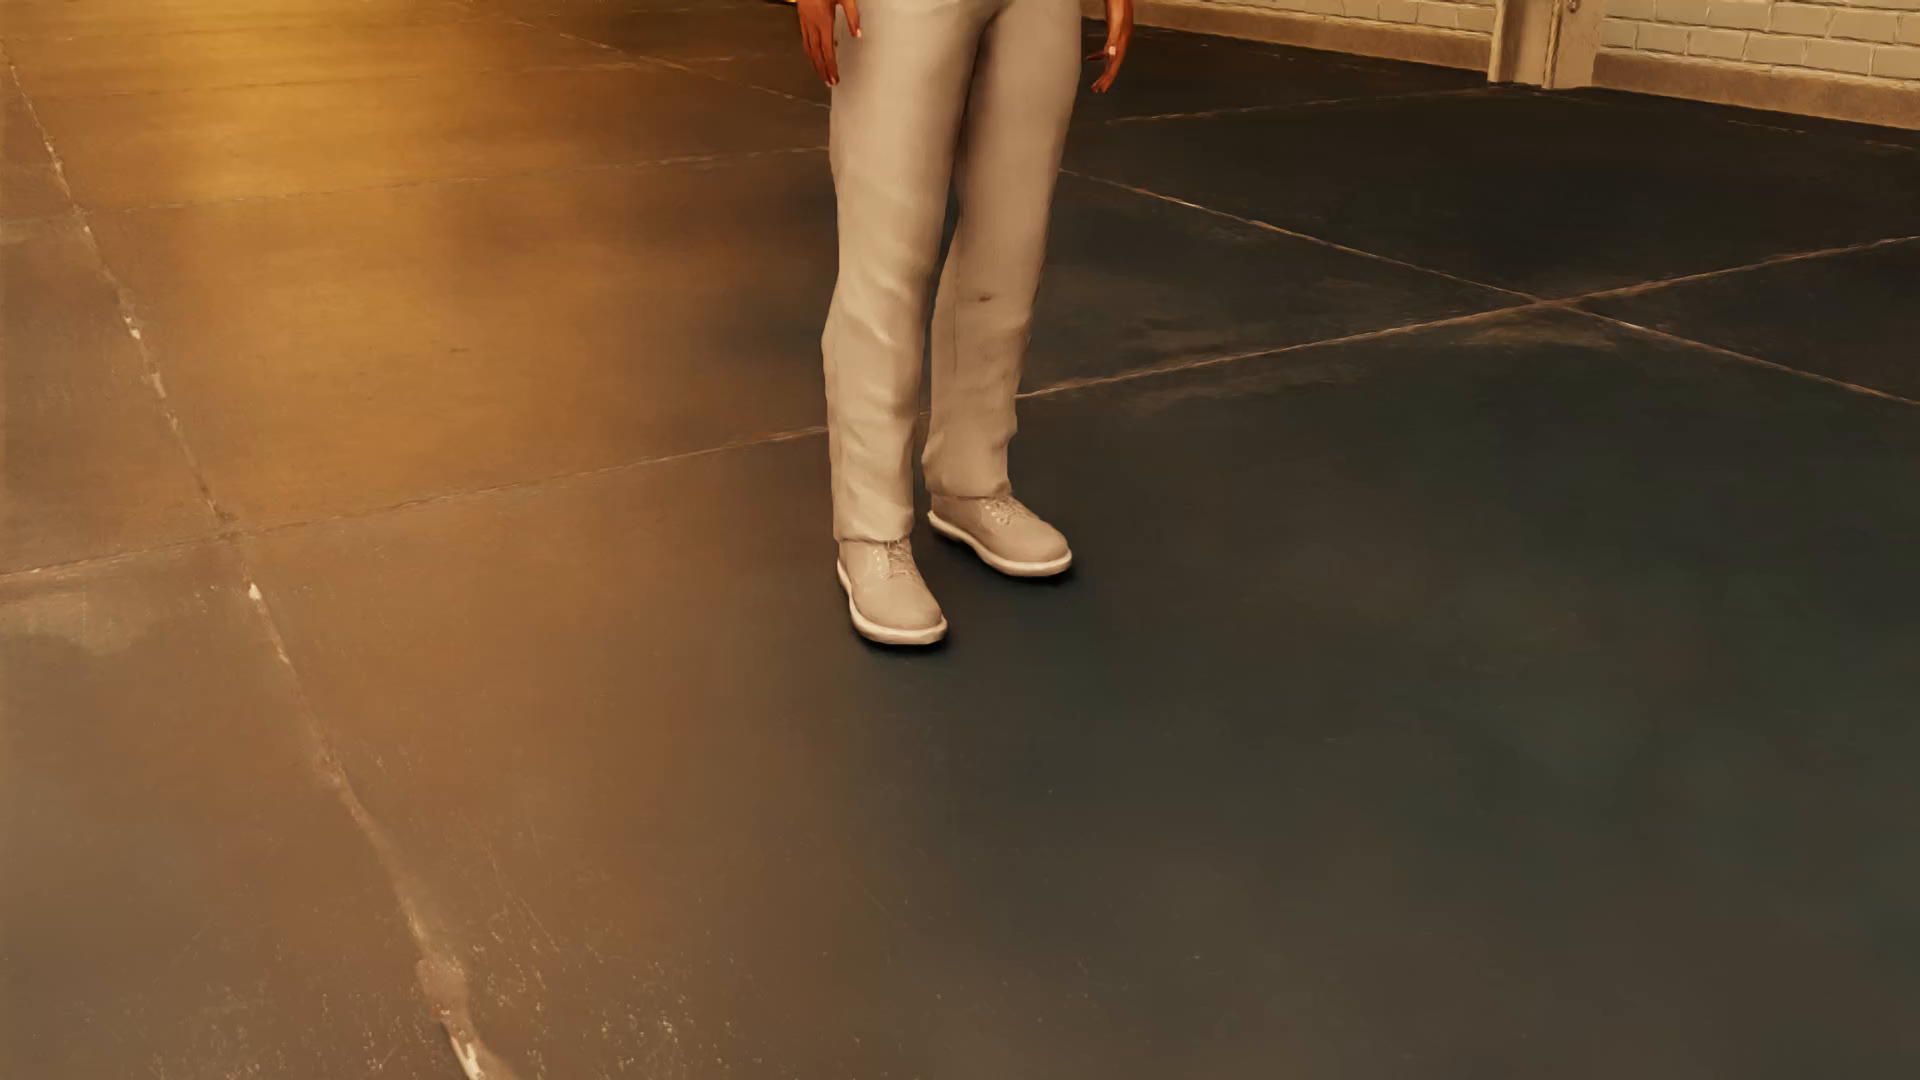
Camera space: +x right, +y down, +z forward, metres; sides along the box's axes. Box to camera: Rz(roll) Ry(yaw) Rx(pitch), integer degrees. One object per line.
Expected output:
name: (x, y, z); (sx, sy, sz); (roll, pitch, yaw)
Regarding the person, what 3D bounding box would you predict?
person: (0.021, -0.763, 2.241); (0.570, 1.695, 0.529); (-12, 25, -28)
